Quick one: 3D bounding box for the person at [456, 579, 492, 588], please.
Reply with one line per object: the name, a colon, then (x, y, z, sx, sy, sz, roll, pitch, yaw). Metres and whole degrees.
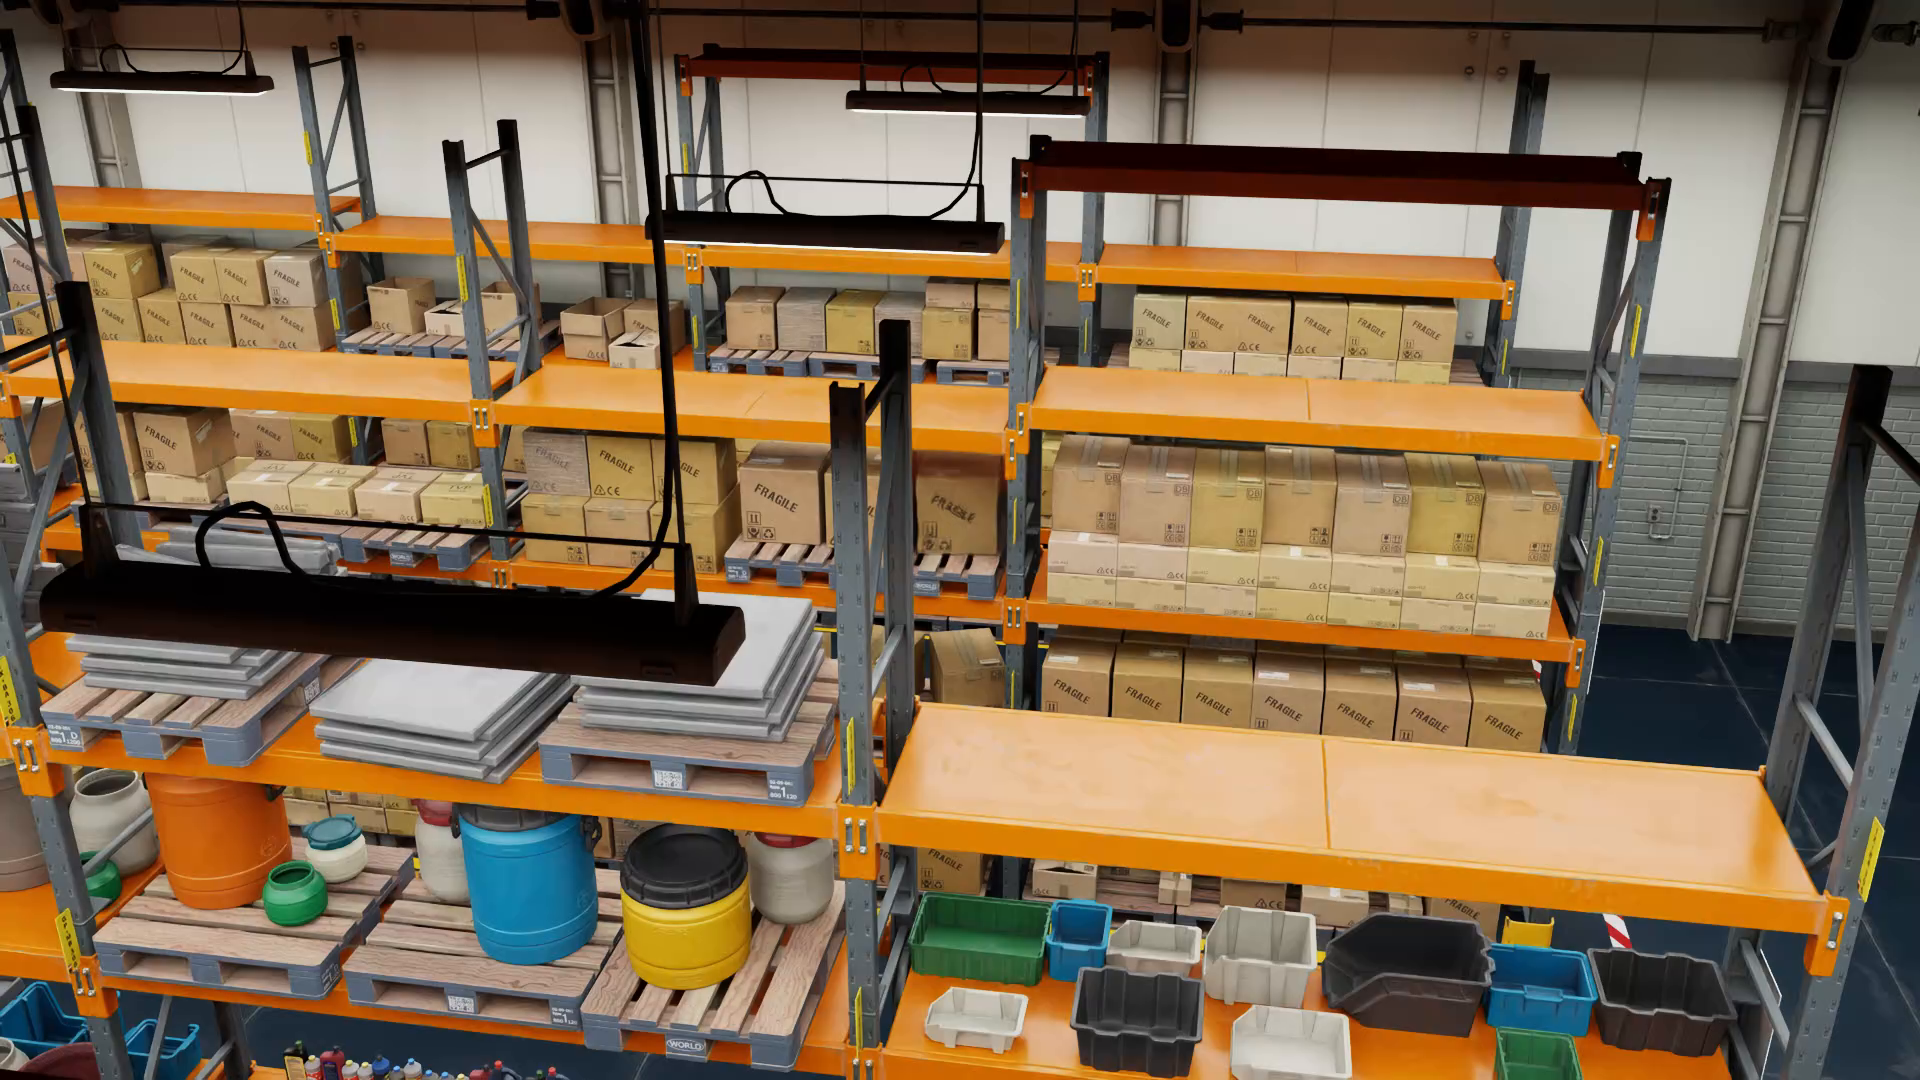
person: (-4.708, 0.738, 16.328, 0.505, 1.781, 0.576, 9, 25, 21)
